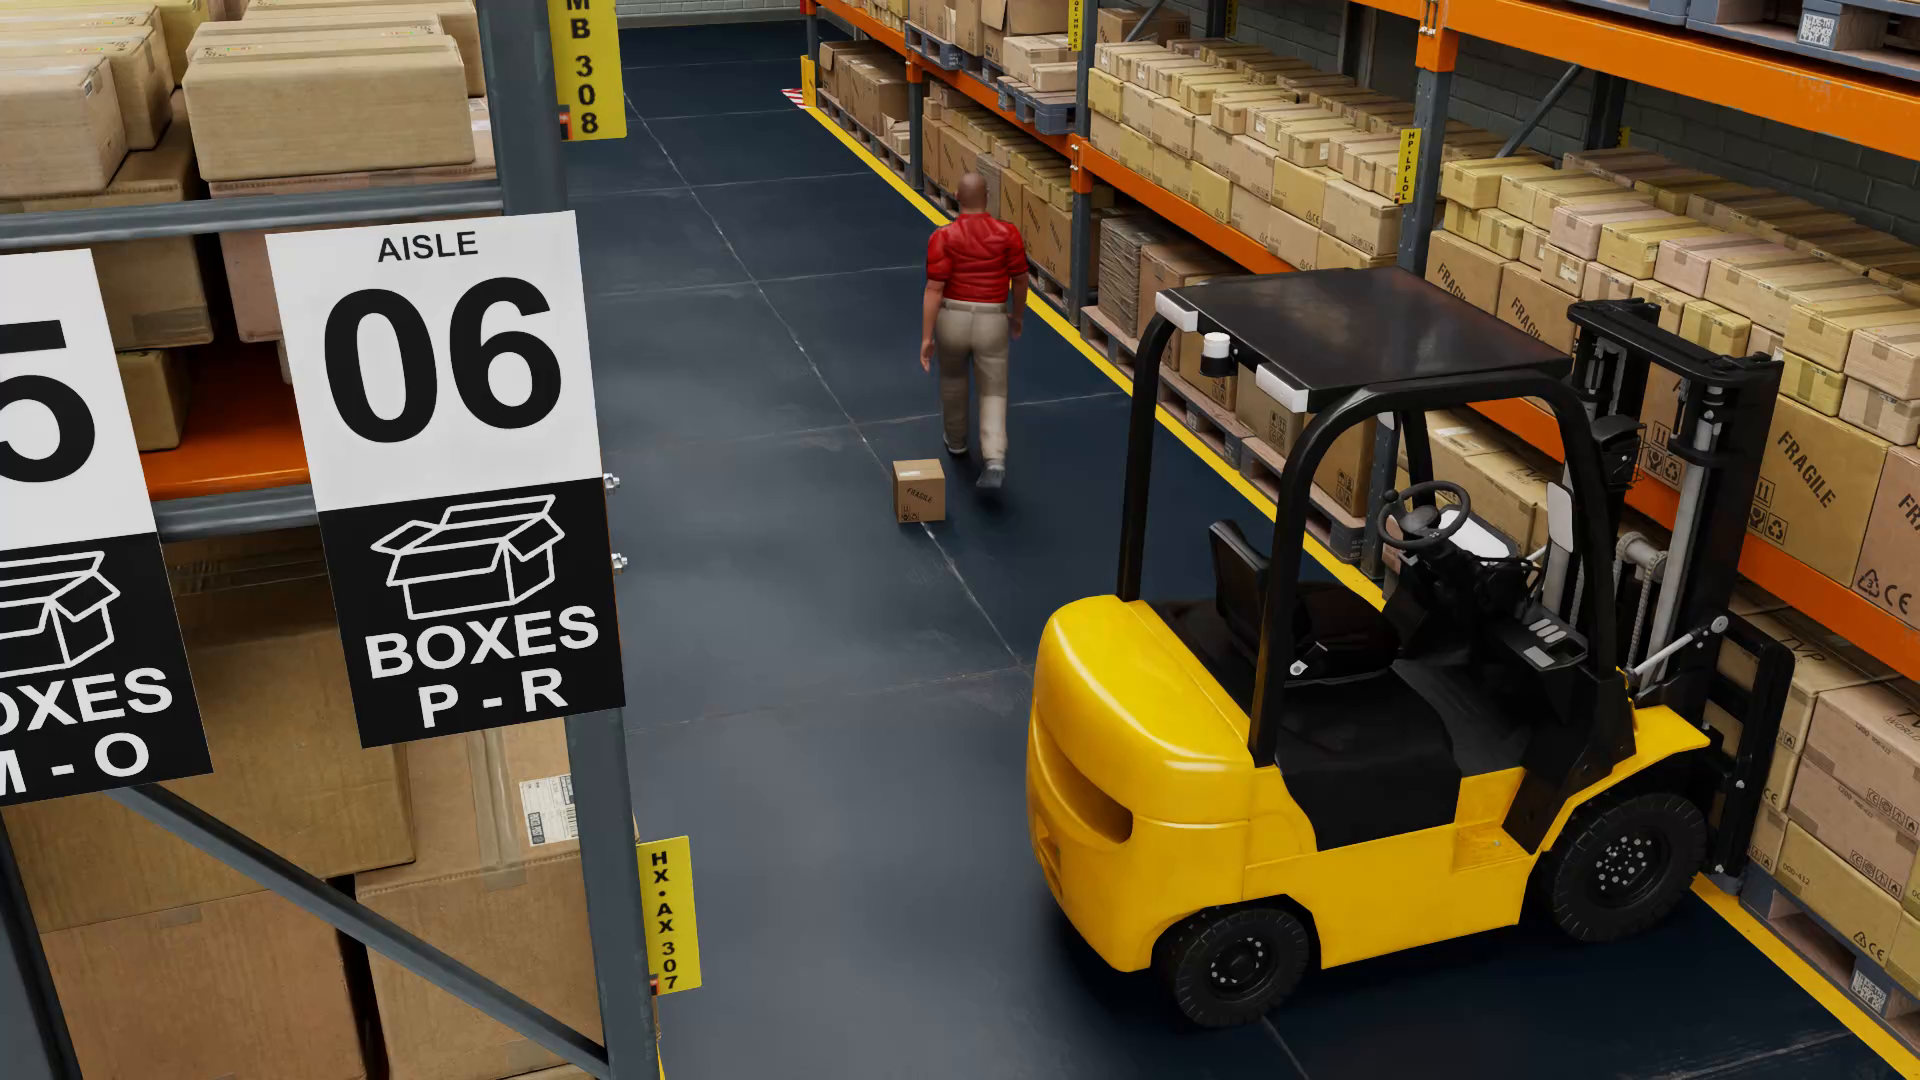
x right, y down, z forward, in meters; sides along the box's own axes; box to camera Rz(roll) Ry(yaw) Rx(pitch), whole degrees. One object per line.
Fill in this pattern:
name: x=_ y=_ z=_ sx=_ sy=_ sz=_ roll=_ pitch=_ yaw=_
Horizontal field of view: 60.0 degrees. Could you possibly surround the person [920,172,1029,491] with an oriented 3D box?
person: x=0.079 y=-1.143 z=8.980 sx=0.585 sy=1.655 sz=1.053 roll=0 pitch=26 yaw=0
